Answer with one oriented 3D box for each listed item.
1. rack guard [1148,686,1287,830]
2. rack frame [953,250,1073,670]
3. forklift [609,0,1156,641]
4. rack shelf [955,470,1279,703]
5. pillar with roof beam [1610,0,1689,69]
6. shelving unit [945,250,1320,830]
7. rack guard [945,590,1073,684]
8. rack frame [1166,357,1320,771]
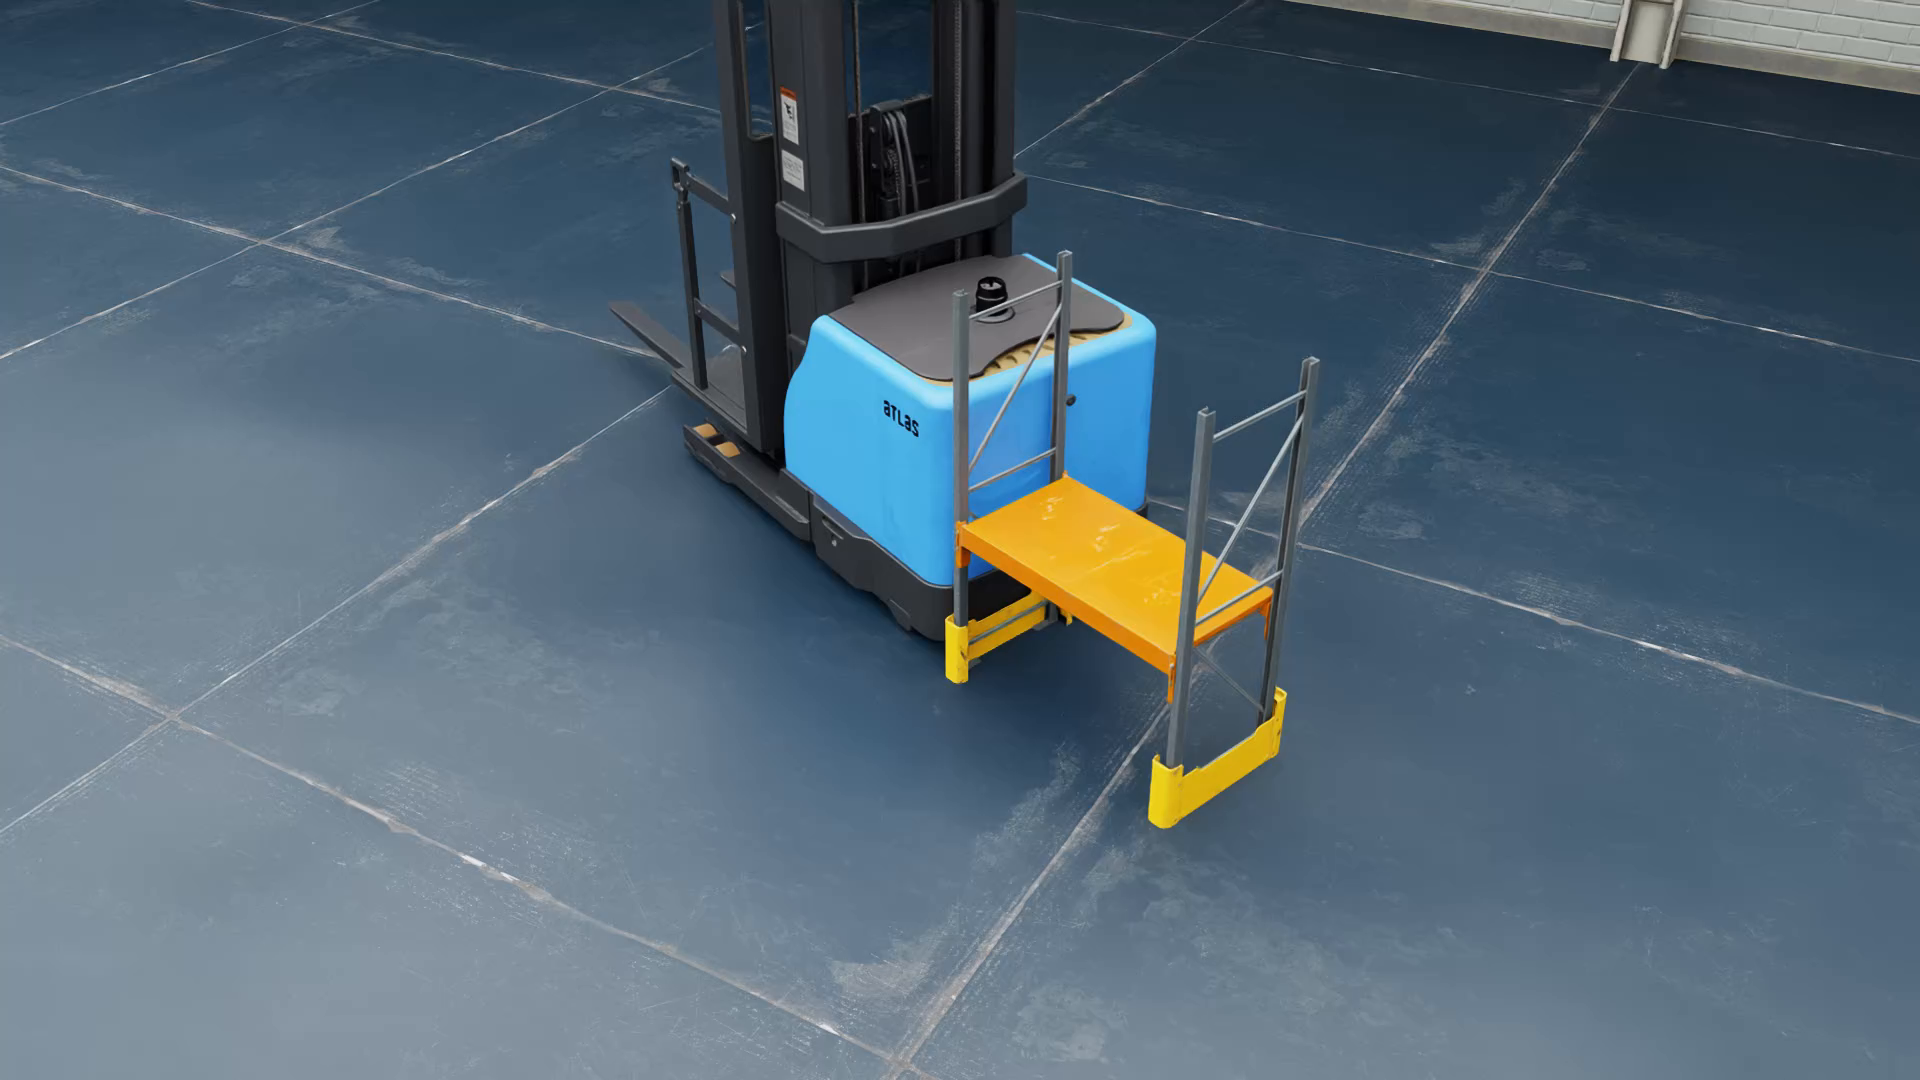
[{"bbox_3d":[0.848,0.707,5.462,0.587,0.250,0.087,-26,42,-34],"label":"rack guard"},{"bbox_3d":[0.175,-0.234,5.748,0.500,1.500,0.032,-26,42,-34],"label":"rack frame"},{"bbox_3d":[-0.545,-1.615,6.531,1.130,2.935,3.031,-22,39,-29],"label":"forklift"},{"bbox_3d":[0.512,0.127,5.531,0.538,0.185,1.000,-26,42,-34],"label":"rack shelf"},{"bbox_3d":[2.765,-5.130,6.335,0.400,9.000,9.100,18,37,24],"label":"pillar with roof beam"},{"bbox_3d":[0.518,-0.019,5.426,0.587,1.500,1.083,-26,42,-34],"label":"shelving unit"},{"bbox_3d":[0.187,0.294,6.082,0.587,0.250,0.087,-26,42,-34],"label":"rack guard"},{"bbox_3d":[0.849,0.188,5.115,0.500,1.500,0.032,-26,42,-34],"label":"rack frame"}]
